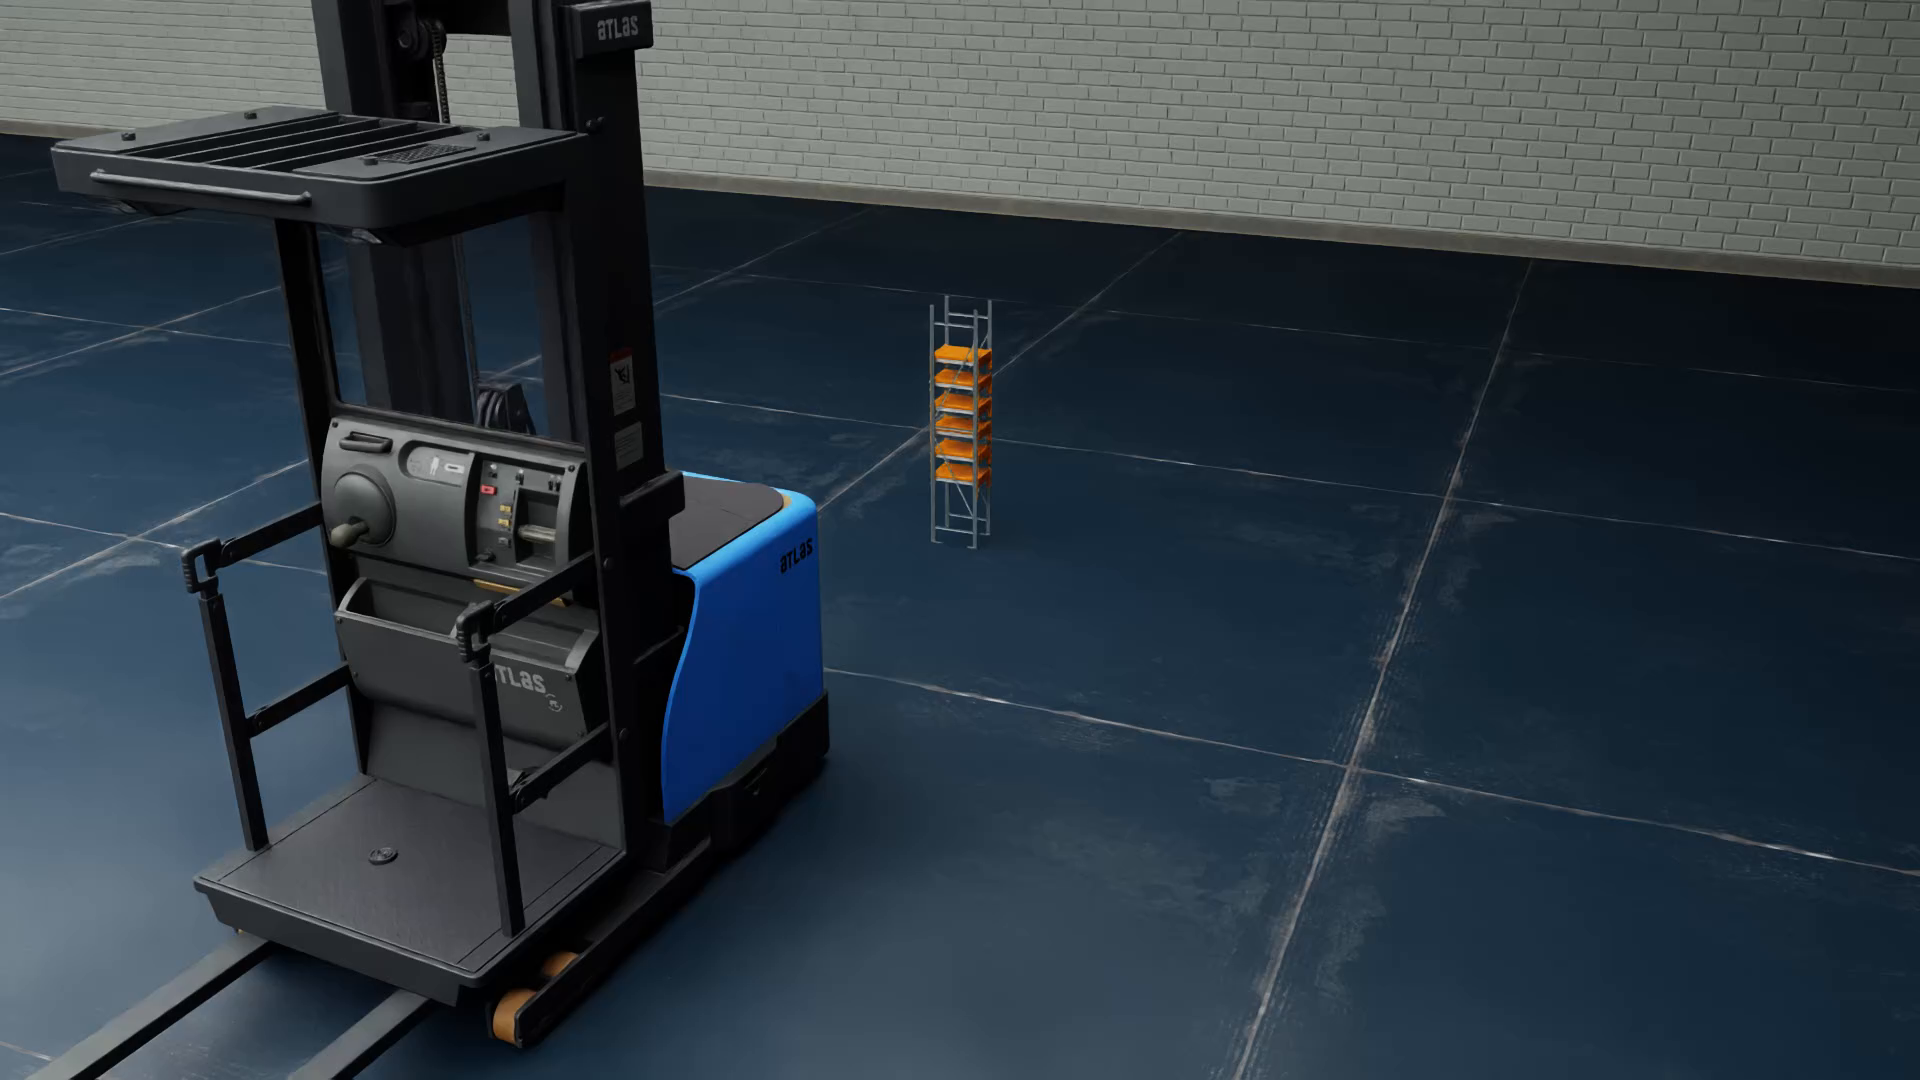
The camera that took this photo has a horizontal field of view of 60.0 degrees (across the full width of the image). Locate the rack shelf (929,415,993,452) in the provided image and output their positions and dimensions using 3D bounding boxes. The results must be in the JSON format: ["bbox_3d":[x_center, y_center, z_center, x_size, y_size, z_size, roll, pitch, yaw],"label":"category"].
[{"bbox_3d":[0.005,-0.518,8.048,0.258,0.103,0.180,9,24,20],"label":"rack shelf"}]

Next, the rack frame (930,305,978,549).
[{"bbox_3d":[-0.029,-0.526,7.953,0.240,1.200,0.006,9,24,20],"label":"rack frame"}]

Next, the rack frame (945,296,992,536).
[{"bbox_3d":[0.039,-0.592,8.110,0.240,1.200,0.006,9,24,20],"label":"rack frame"}]

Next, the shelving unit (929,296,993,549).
[{"bbox_3d":[0.005,-0.559,8.031,0.258,1.200,0.189,9,24,20],"label":"shelving unit"}]

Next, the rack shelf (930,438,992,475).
[{"bbox_3d":[0.005,-0.407,8.095,0.258,0.103,0.180,9,24,20],"label":"rack shelf"}]

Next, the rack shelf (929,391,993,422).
[{"bbox_3d":[0.005,-0.629,8.002,0.258,0.103,0.180,9,24,20],"label":"rack shelf"}]

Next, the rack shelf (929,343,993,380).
[{"bbox_3d":[0.005,-0.850,7.910,0.258,0.103,0.180,9,24,20],"label":"rack shelf"}]

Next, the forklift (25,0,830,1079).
[{"bbox_3d":[-1.584,-0.093,4.671,1.130,2.935,3.031,11,25,24],"label":"forklift"}]

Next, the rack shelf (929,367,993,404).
[{"bbox_3d":[0.005,-0.739,7.956,0.258,0.103,0.180,9,24,20],"label":"rack shelf"}]

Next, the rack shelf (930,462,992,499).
[{"bbox_3d":[0.005,-0.296,8.141,0.258,0.103,0.180,9,24,20],"label":"rack shelf"}]
